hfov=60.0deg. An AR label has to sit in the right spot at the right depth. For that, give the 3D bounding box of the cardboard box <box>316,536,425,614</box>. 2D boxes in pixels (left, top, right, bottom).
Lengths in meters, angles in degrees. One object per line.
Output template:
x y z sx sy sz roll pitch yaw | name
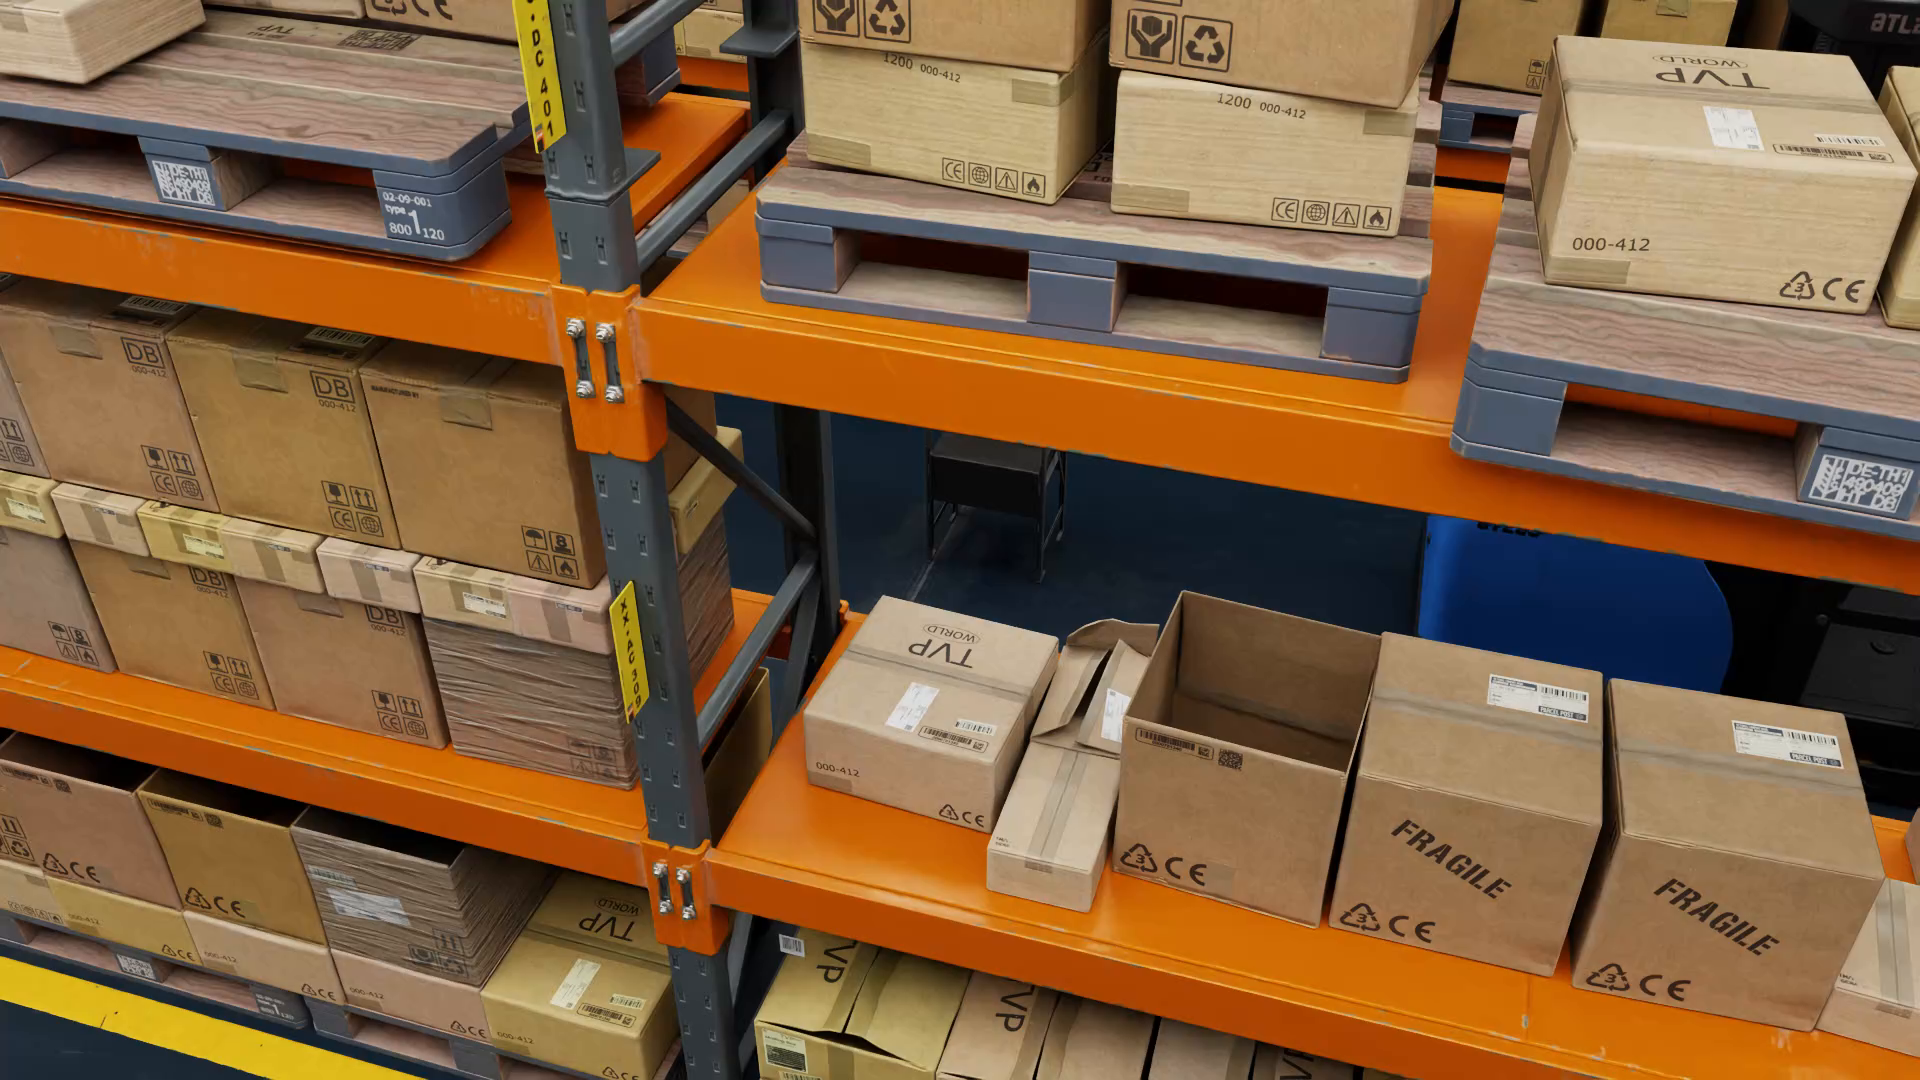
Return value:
-1.358 -0.007 4.097 0.250 0.149 0.380 9 37 13 | cardboard box

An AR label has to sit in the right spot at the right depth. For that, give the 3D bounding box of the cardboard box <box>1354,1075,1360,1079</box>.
1.231 1.733 4.331 0.500 0.250 0.500 11 38 15 | cardboard box

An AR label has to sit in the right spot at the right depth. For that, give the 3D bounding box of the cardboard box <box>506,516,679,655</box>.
-0.872 0.083 3.975 0.250 0.149 0.380 10 38 14 | cardboard box

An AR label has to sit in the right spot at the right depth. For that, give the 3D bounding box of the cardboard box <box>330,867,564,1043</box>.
-1.530 1.197 5.058 0.500 0.250 0.500 10 38 14 | cardboard box

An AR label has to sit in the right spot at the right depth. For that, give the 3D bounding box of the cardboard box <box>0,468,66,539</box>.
-2.337 -0.188 4.343 0.250 0.149 0.380 12 38 15 | cardboard box

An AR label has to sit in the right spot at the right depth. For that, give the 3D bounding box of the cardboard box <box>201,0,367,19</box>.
-1.466 -1.420 3.721 0.500 0.311 0.500 9 37 11 | cardboard box

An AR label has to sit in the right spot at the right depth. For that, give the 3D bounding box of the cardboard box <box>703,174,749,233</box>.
-1.030 -1.938 9.090 0.500 0.500 0.700 8 37 11 | cardboard box

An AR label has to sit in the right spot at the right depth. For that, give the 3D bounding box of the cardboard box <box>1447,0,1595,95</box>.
2.570 -2.399 7.523 0.500 0.500 0.700 16 39 20 | cardboard box

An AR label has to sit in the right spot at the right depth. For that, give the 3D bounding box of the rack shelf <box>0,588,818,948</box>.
-2.457 0.248 4.990 4.000 0.370 1.077 10 38 14 | rack shelf

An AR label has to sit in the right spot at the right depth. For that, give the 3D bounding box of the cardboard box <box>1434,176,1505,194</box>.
2.552 -1.678 8.105 0.500 0.250 0.500 9 37 13 | cardboard box

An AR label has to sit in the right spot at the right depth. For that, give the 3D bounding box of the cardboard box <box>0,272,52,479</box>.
-2.411 -0.592 4.346 0.500 0.500 0.700 11 38 14 | cardboard box

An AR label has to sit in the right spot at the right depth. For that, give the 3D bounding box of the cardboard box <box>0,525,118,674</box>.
-2.446 -0.074 4.736 0.500 0.500 0.700 12 38 15 | cardboard box

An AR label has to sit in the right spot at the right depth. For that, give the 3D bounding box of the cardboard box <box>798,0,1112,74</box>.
0.029 -1.176 2.927 0.500 0.500 0.500 11 38 14 | cardboard box

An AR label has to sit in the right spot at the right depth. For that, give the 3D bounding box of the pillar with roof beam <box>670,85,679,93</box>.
-3.250 -3.545 4.475 0.400 9.000 9.100 10 38 14 | pillar with roof beam

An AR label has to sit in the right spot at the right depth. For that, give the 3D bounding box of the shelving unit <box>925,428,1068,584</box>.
0.158 -0.816 6.588 0.503 2.100 0.431 10 38 14 | shelving unit

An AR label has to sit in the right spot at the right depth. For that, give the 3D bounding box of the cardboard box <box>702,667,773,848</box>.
-0.897 0.688 5.117 0.500 0.500 0.500 10 38 14 | cardboard box

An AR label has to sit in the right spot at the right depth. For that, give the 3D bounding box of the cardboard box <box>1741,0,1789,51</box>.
3.750 -2.163 7.203 0.500 0.500 0.700 7 37 10 | cardboard box

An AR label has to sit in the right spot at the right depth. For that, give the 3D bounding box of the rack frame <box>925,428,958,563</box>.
-0.075 -0.860 6.646 0.015 2.100 0.400 10 38 14 | rack frame

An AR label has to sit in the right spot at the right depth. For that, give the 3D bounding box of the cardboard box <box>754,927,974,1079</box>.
-0.228 1.238 4.530 0.500 0.311 0.500 11 38 14 | cardboard box

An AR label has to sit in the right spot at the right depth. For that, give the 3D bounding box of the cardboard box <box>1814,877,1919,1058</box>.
2.036 0.926 3.673 0.250 0.149 0.380 13 38 17 | cardboard box

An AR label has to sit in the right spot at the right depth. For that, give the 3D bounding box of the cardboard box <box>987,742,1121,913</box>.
0.237 0.685 4.001 0.250 0.149 0.380 10 38 14 | cardboard box

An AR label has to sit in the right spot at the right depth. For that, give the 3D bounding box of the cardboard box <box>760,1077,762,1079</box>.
-0.237 1.461 4.700 0.500 0.250 0.500 10 37 13 | cardboard box

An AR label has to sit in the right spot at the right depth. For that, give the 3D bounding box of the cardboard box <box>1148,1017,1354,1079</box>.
0.743 1.420 4.283 0.500 0.311 0.500 9 37 12 | cardboard box

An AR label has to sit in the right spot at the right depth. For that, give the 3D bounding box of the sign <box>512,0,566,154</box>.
-0.712 -0.823 2.804 0.005 0.325 0.100 10 38 14 | sign

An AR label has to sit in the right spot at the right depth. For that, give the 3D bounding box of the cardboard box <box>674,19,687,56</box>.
-1.537 -2.704 8.503 0.500 0.250 0.500 10 38 13 | cardboard box

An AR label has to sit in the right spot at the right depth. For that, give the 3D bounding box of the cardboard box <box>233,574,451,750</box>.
-1.479 0.107 4.490 0.500 0.500 0.700 10 38 13 | cardboard box

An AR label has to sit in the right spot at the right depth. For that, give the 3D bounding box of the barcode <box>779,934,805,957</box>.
-0.429 1.035 4.241 0.075 0.075 0.001 10 38 14 | barcode

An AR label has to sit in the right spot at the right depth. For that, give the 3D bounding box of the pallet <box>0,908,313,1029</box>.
-2.463 1.055 5.638 1.213 0.211 1.003 10 38 14 | pallet

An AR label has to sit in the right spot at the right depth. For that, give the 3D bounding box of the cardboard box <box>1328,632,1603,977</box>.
1.161 0.598 3.823 0.500 0.500 0.500 11 38 14 | cardboard box

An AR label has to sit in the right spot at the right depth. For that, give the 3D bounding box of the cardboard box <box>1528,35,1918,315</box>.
1.259 -0.633 2.821 0.500 0.250 0.500 7 37 10 | cardboard box

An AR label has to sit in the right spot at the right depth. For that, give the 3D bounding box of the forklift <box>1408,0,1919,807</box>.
3.279 -0.578 5.563 3.031 2.935 1.130 9 37 12 | forklift

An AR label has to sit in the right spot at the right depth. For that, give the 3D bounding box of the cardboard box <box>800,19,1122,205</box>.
0.037 -0.891 3.172 0.500 0.250 0.500 14 39 19 | cardboard box

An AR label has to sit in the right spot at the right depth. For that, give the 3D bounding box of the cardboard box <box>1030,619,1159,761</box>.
0.346 0.417 4.266 0.258 0.266 0.396 10 37 13 | cardboard box

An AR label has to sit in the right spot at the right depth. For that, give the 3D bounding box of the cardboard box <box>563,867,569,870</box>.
-1.376 0.905 5.456 0.500 0.250 0.500 10 38 14 | cardboard box

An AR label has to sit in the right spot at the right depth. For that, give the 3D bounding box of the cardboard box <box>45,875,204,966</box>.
-2.489 1.029 5.286 0.500 0.250 0.500 10 38 14 | cardboard box

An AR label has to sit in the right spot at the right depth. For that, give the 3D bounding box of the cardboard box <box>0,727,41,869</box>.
-2.962 0.630 5.197 0.500 0.500 0.500 10 38 14 | cardboard box

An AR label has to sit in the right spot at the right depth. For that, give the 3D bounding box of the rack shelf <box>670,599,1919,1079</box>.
1.361 0.955 4.030 4.000 0.370 1.077 10 38 14 | rack shelf

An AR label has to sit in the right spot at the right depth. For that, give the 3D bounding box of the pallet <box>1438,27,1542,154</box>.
2.842 -2.035 7.646 1.213 0.211 1.003 10 38 14 | pallet

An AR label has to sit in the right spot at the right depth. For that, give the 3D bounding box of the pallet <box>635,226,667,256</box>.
-2.055 -1.899 9.652 1.213 0.211 1.003 10 38 14 | pallet

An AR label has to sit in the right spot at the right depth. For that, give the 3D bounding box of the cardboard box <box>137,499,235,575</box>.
-1.842 -0.098 4.221 0.250 0.149 0.380 10 38 14 | cardboard box

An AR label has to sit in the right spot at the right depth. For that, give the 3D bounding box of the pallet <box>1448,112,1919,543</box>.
1.527 -0.379 2.863 1.213 0.211 1.003 12 38 16 | pallet

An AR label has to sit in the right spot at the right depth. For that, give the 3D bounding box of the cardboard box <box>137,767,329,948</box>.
-2.008 0.808 4.954 0.500 0.500 0.500 10 38 14 | cardboard box

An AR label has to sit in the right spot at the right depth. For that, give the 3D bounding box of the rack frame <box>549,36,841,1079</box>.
-0.548 0.311 4.297 0.127 3.000 1.000 10 38 14 | rack frame

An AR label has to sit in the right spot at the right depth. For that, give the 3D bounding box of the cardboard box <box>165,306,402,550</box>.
-1.456 -0.415 4.104 0.500 0.500 0.700 10 38 14 | cardboard box

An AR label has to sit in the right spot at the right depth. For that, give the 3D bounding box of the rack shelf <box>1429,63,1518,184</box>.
2.834 -1.849 7.838 4.000 0.370 1.077 10 38 14 | rack shelf
